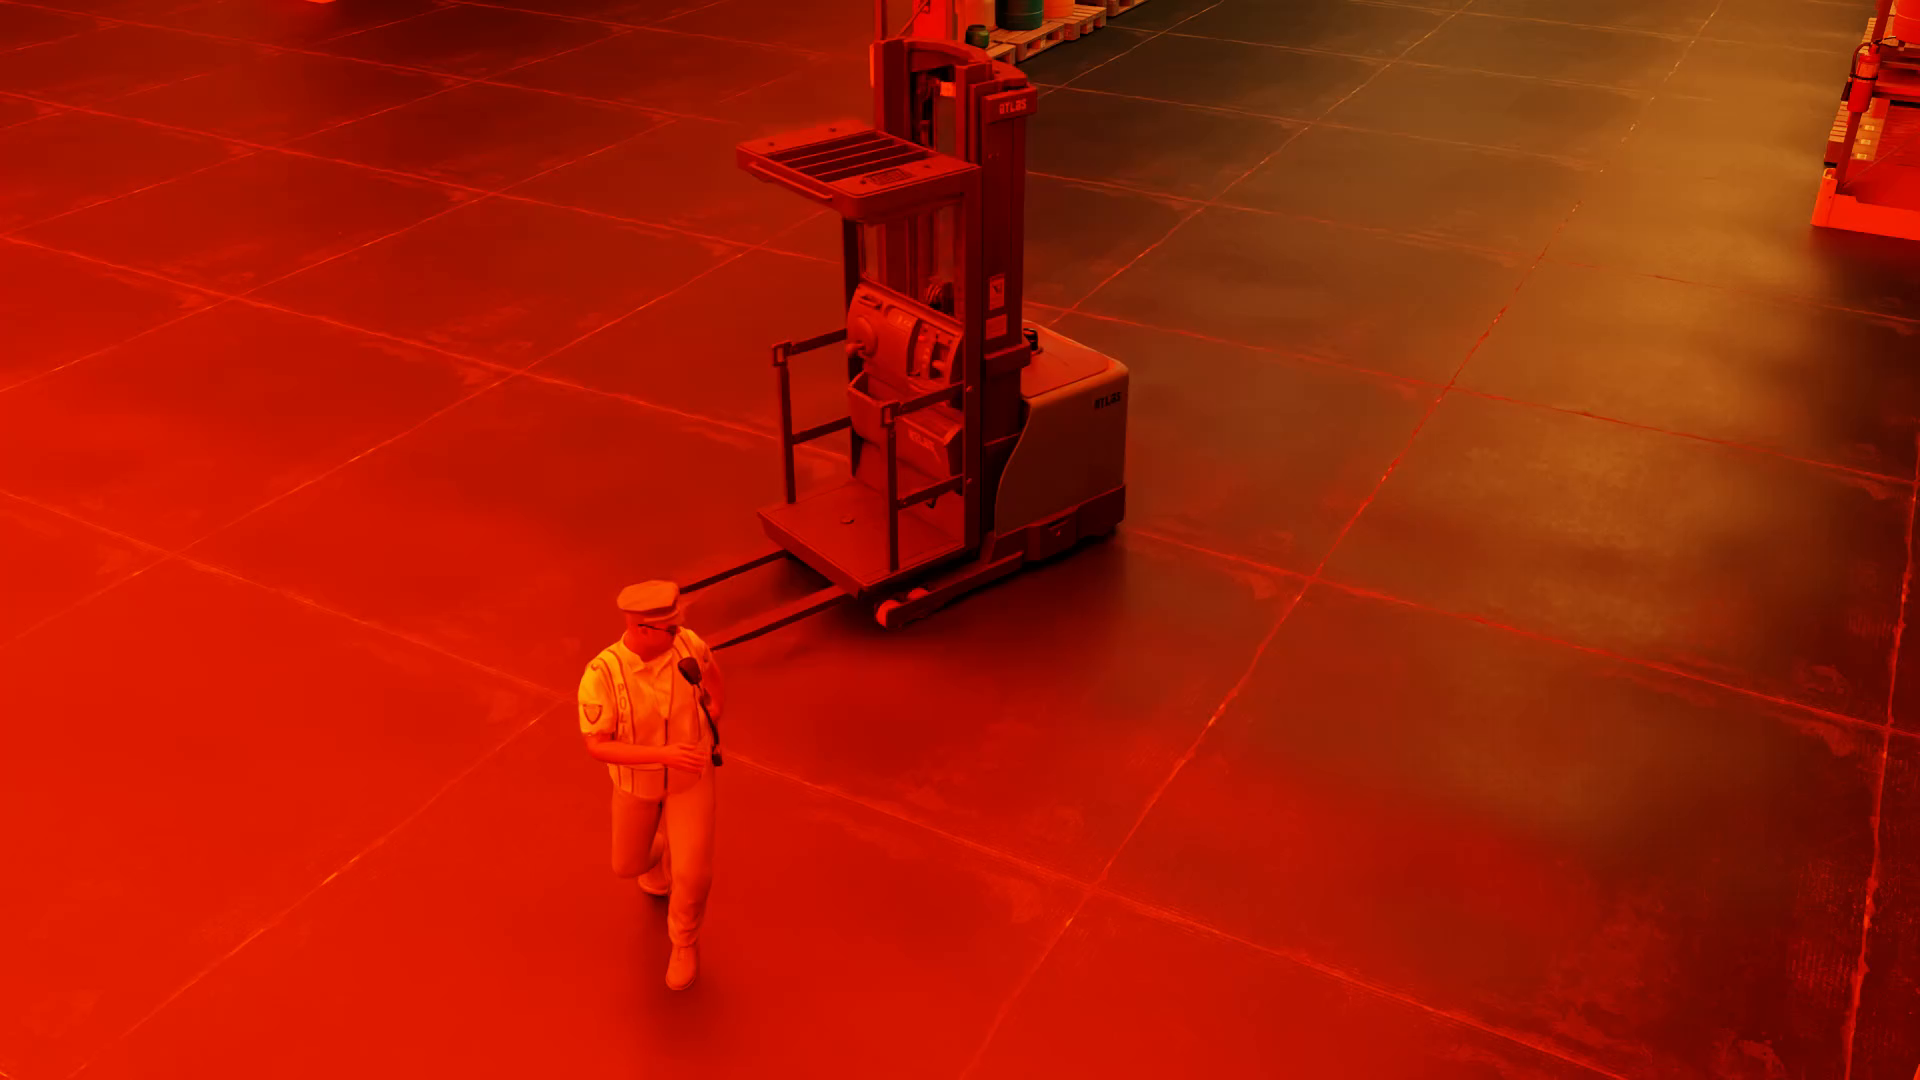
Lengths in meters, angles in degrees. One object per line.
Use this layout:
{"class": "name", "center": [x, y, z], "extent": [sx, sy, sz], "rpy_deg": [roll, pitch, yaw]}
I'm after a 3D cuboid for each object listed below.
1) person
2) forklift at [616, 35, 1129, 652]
{"class": "person", "center": [-1.217, 0.921, 6.777], "extent": [0.583, 1.667, 0.883], "rpy_deg": [-6, 31, -11]}
{"class": "forklift", "center": [-0.470, -1.071, 8.926], "extent": [3.031, 2.935, 1.130], "rpy_deg": [-22, 37, -33]}
